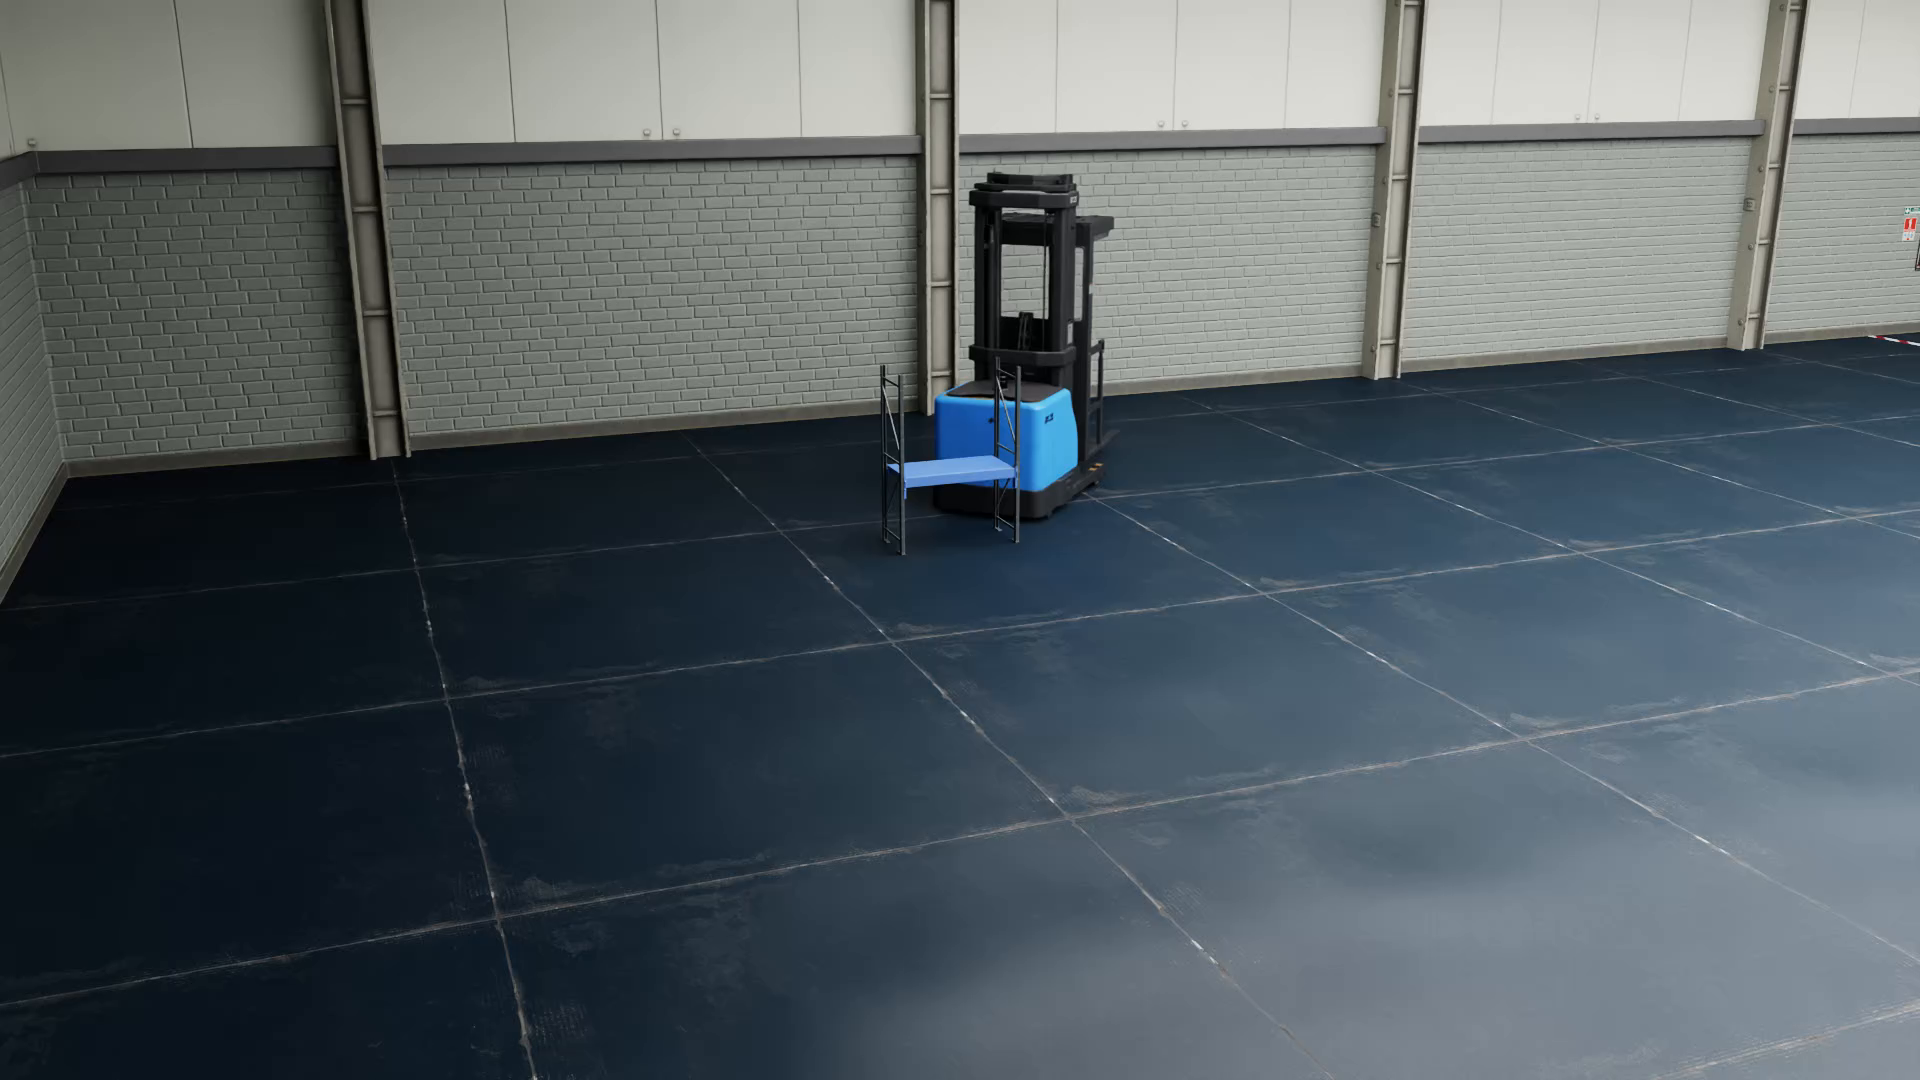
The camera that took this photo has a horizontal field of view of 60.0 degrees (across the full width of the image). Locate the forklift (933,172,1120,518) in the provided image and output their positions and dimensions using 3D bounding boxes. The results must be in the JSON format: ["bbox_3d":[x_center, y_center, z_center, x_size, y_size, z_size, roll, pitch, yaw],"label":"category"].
[{"bbox_3d":[0.778,-1.970,15.606,1.130,2.935,3.031,6,18,21],"label":"forklift"}]

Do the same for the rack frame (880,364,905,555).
[{"bbox_3d":[-0.554,-0.660,13.683,0.032,1.500,0.500,-6,17,-20],"label":"rack frame"}]

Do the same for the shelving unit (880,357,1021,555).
[{"bbox_3d":[-0.080,-0.711,13.858,1.048,1.500,0.538,-6,17,-20],"label":"shelving unit"}]

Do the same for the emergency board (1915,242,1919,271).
[{"bbox_3d":[14.226,-4.496,24.085,0.626,1.169,0.157,-6,17,-20],"label":"emergency board"}]

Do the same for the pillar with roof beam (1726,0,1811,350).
[{"bbox_3d":[12.500,-5.872,18.123,0.400,9.000,9.100,-6,17,-20],"label":"pillar with roof beam"}]

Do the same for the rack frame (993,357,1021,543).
[{"bbox_3d":[0.395,-0.762,14.032,0.032,1.500,0.500,-6,17,-20],"label":"rack frame"}]

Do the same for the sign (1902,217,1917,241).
[{"bbox_3d":[13.687,-4.481,23.969,0.234,0.329,0.001,-6,17,-20],"label":"sign"}]

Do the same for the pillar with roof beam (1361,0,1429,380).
[{"bbox_3d":[6.897,-5.267,16.063,0.400,9.000,9.100,-6,17,-20],"label":"pillar with roof beam"}]

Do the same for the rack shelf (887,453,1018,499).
[{"bbox_3d":[-0.080,-0.538,13.908,1.000,0.185,0.538,-6,17,-20],"label":"rack shelf"}]

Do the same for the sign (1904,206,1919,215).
[{"bbox_3d":[13.695,-4.733,23.888,0.331,0.109,0.001,-6,17,-20],"label":"sign"}]

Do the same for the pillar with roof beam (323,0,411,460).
[{"bbox_3d":[-4.309,-4.057,11.944,0.400,9.000,9.100,-6,17,-20],"label":"pillar with roof beam"}]

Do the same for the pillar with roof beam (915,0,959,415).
[{"bbox_3d":[1.294,-4.662,14.003,0.400,9.000,9.100,-6,17,-20],"label":"pillar with roof beam"}]
